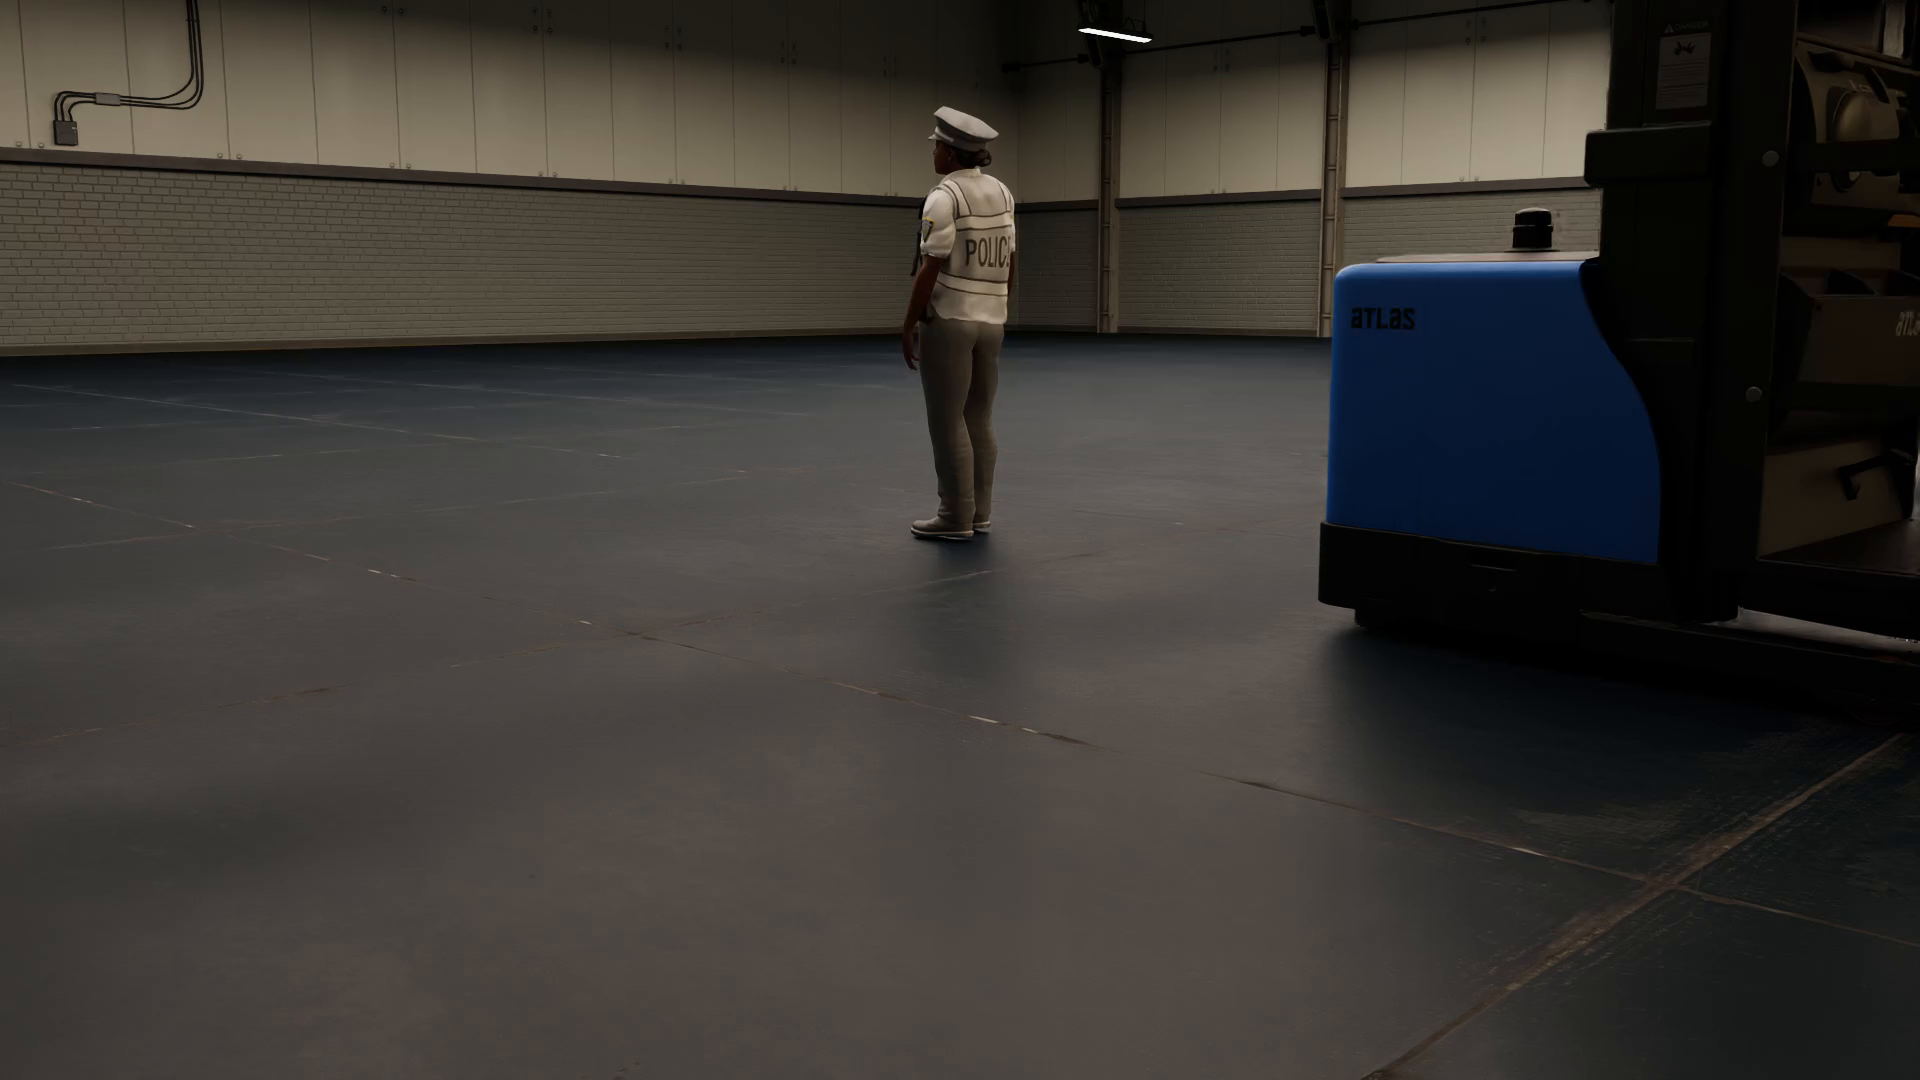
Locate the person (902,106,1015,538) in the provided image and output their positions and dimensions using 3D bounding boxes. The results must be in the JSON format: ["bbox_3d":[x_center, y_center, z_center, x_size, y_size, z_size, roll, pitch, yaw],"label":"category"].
[{"bbox_3d":[-0.040,-0.855,6.656,0.528,1.696,0.569,8,12,43],"label":"person"}]

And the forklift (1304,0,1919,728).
[{"bbox_3d":[2.416,-1.087,4.095,1.130,2.935,3.031,-8,12,-42],"label":"forklift"}]
